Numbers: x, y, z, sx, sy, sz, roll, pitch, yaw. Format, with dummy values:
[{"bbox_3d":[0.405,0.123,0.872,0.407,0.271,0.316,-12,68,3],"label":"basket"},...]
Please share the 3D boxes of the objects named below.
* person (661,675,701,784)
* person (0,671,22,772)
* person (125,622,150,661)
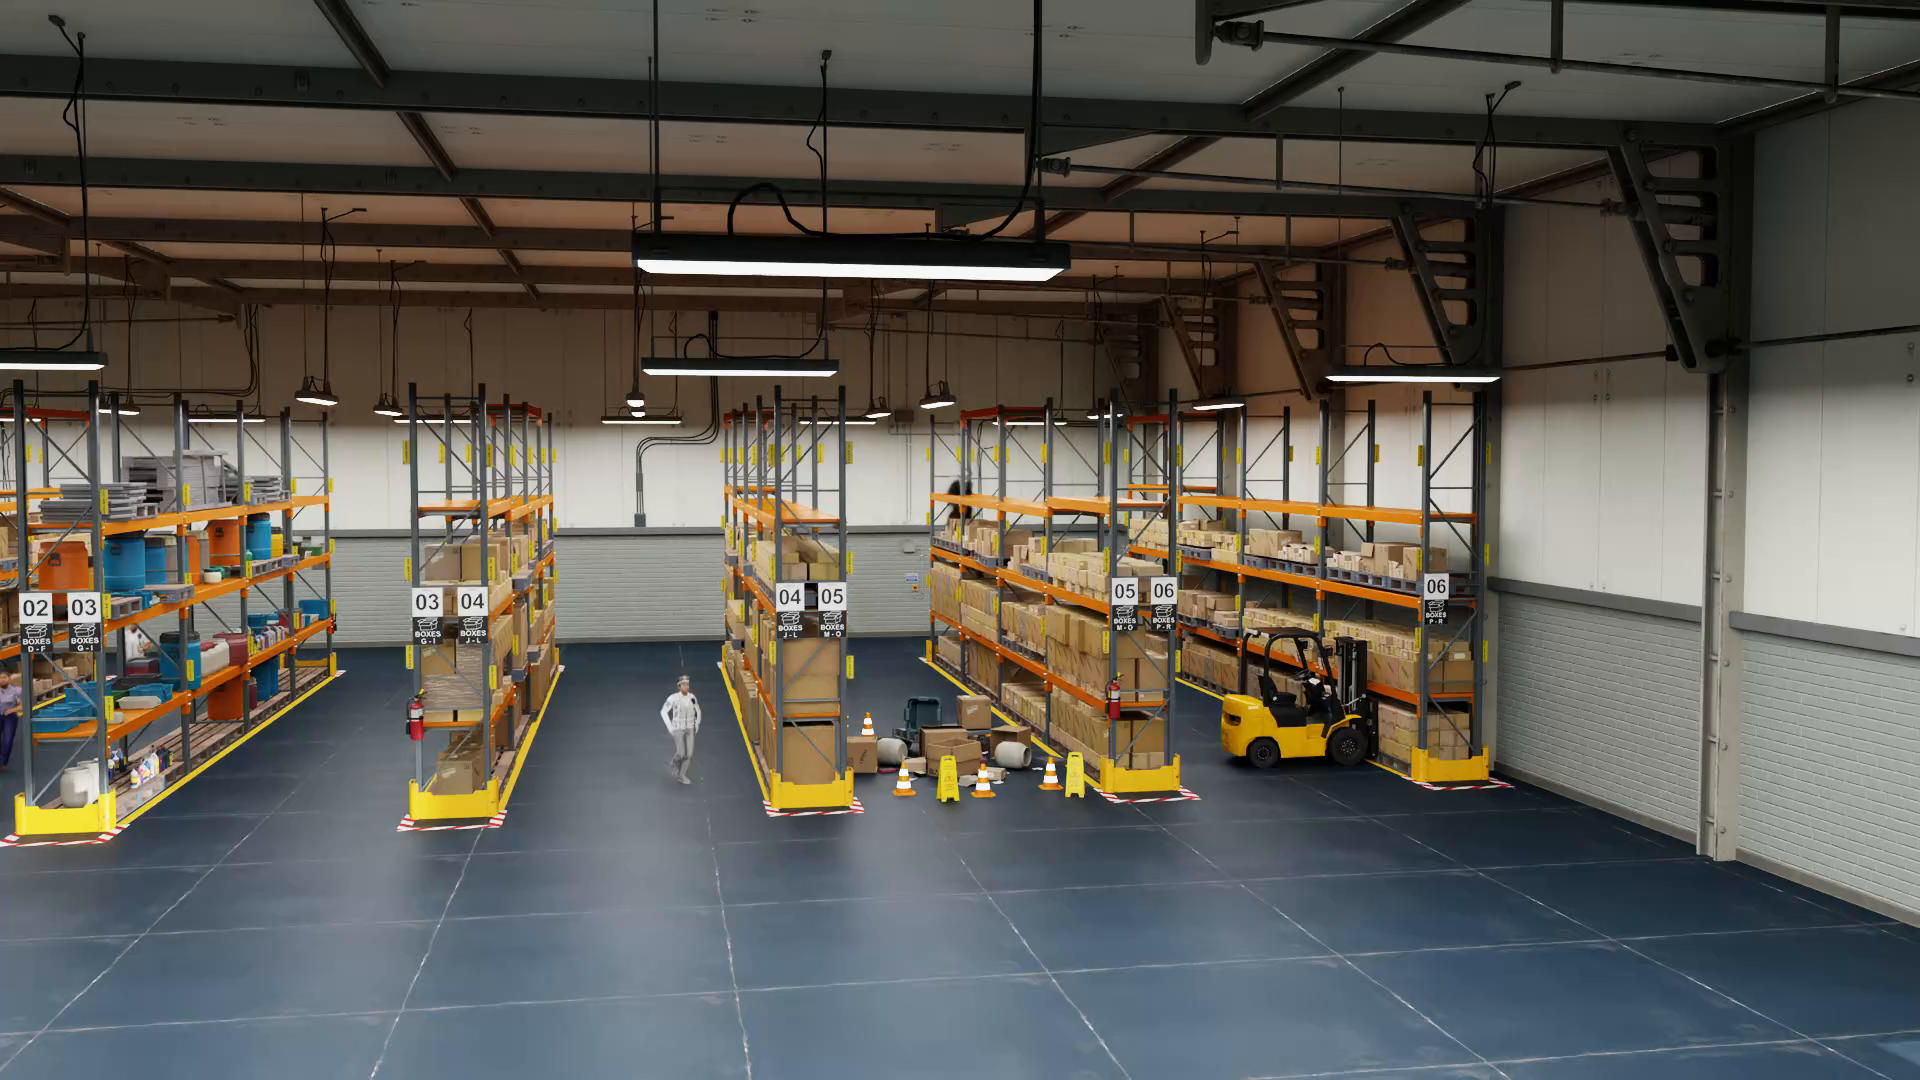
[{"bbox_3d":[-4.244,2.890,25.430,0.627,1.661,0.503,-2,3,-30],"label":"person"},{"bbox_3d":[-15.203,2.885,26.393,0.645,1.595,0.624,-1,3,-24],"label":"person"},{"bbox_3d":[-17.099,2.445,34.424,0.617,1.625,0.748,-1,3,-20],"label":"person"}]
